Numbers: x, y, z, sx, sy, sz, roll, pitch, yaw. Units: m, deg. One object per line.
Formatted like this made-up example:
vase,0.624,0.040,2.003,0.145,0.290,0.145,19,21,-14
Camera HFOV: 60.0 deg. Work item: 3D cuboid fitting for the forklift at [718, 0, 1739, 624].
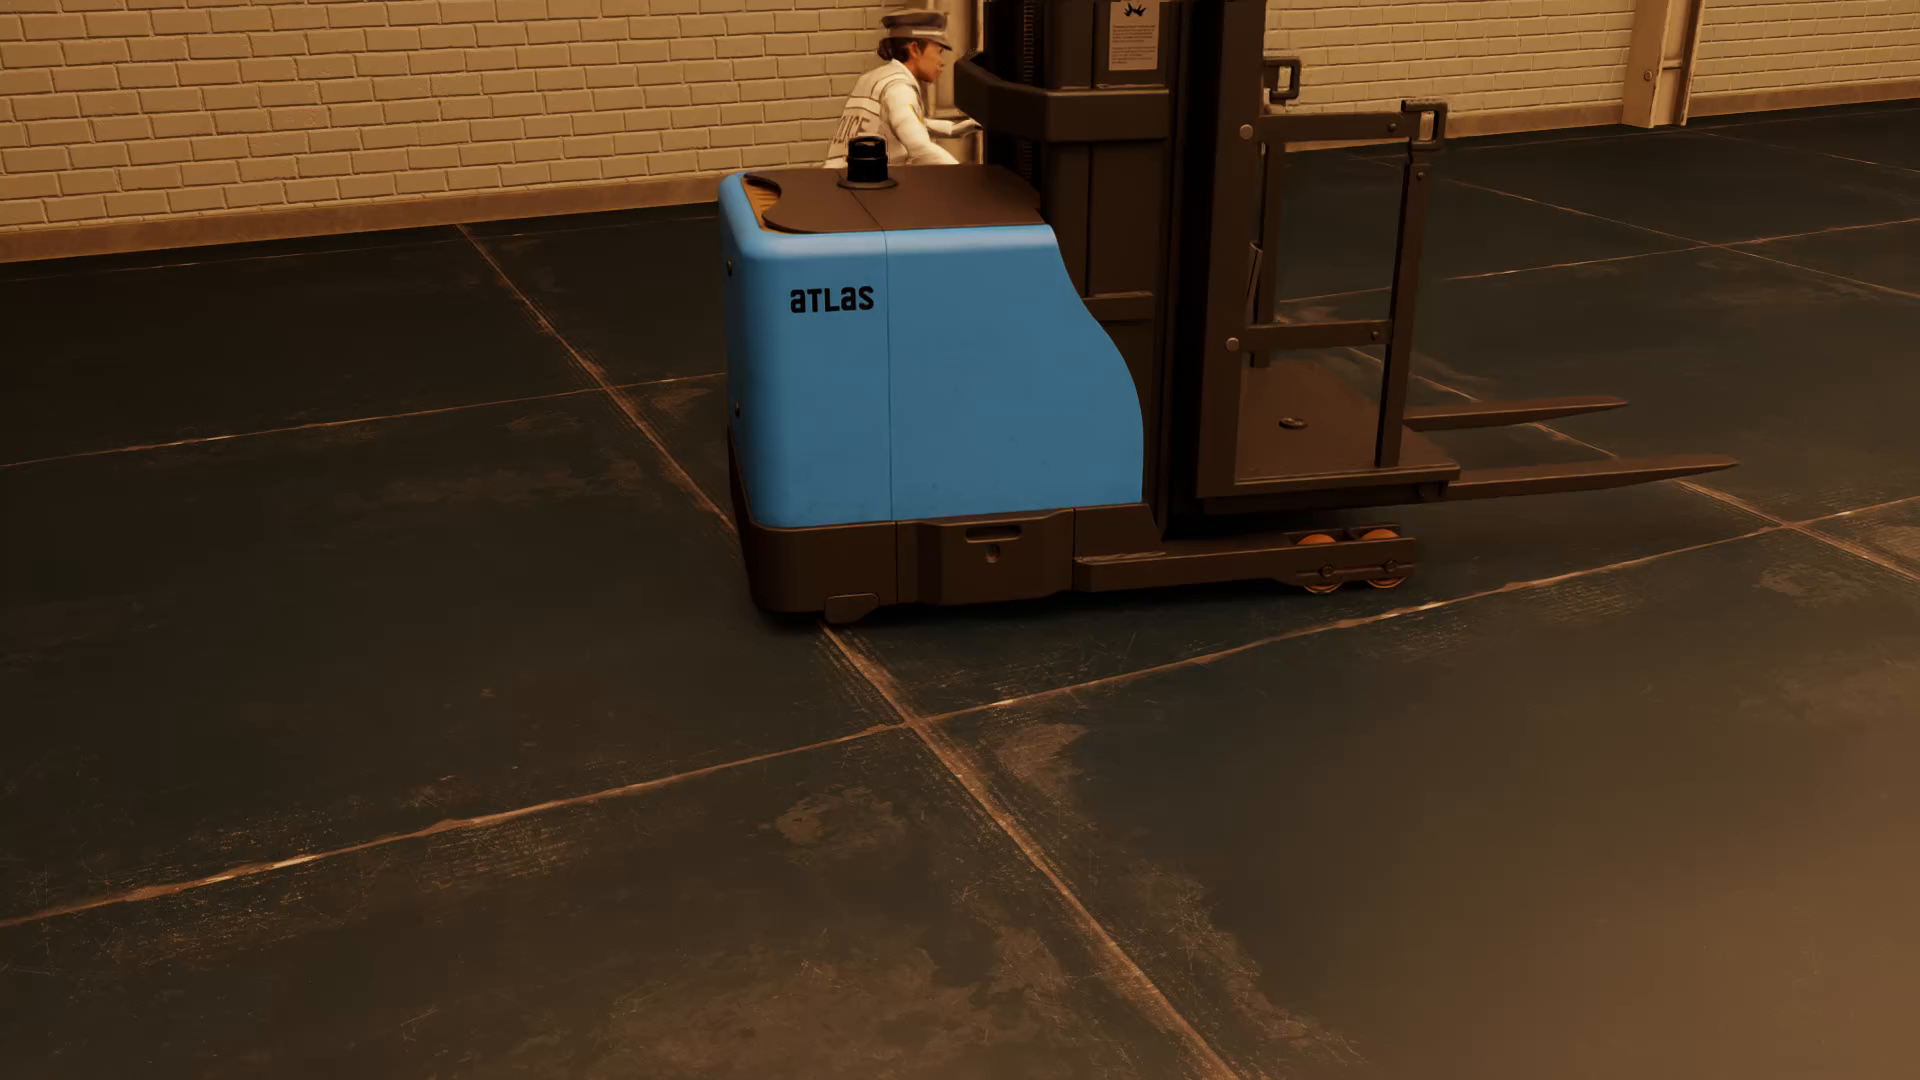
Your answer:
forklift,0.840,-1.395,4.643,3.031,2.935,1.130,-4,23,-10

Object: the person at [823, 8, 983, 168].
person,-0.114,-1.200,6.135,0.823,1.433,0.908,-18,28,-36
